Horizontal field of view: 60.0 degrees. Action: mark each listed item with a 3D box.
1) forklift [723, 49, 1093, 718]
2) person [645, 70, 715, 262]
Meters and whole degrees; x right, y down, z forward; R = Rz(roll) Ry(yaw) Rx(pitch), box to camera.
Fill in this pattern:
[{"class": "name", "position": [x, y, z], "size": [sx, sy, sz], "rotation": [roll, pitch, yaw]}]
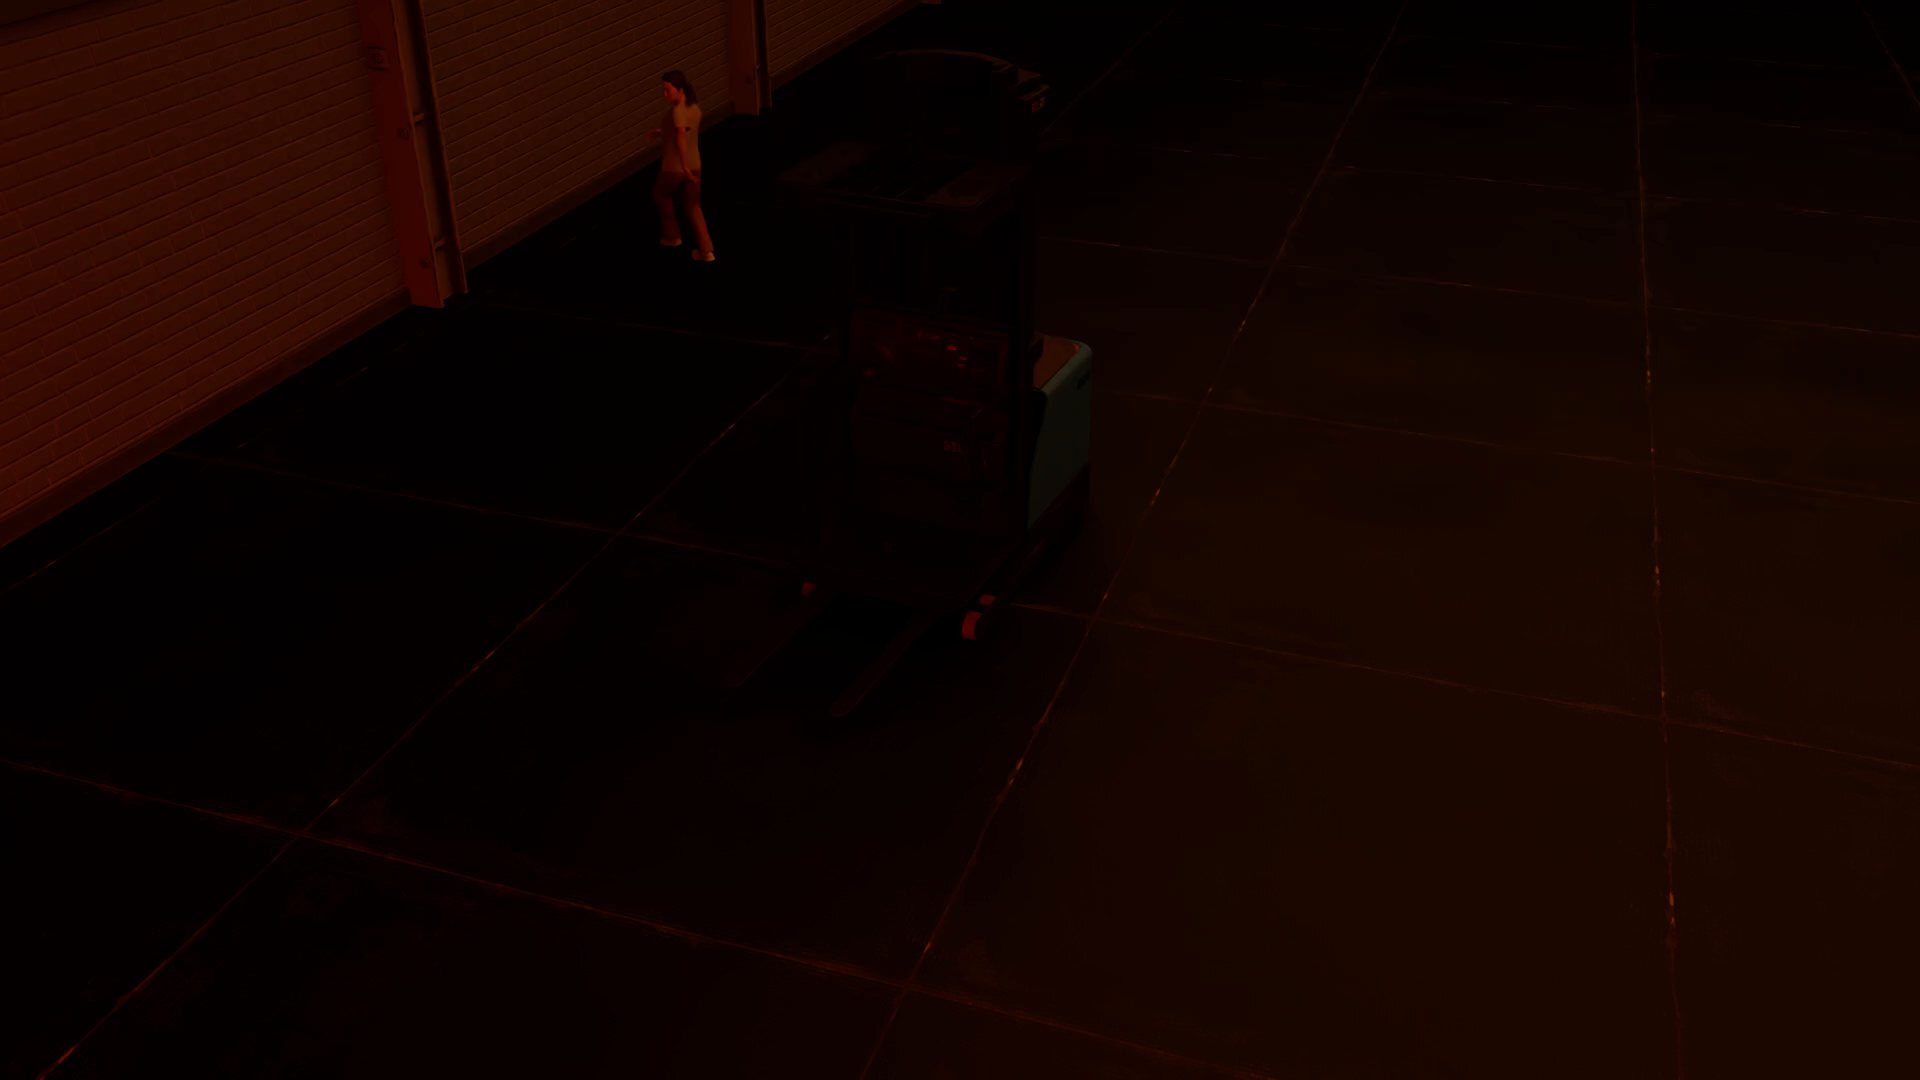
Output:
[{"class": "forklift", "position": [-0.259, -0.963, 8.826], "size": [1.130, 2.935, 3.031], "rotation": [13, 32, 21]}, {"class": "person", "position": [-2.362, -3.167, 14.062], "size": [0.475, 1.615, 0.917], "rotation": [-25, 38, -37]}]
